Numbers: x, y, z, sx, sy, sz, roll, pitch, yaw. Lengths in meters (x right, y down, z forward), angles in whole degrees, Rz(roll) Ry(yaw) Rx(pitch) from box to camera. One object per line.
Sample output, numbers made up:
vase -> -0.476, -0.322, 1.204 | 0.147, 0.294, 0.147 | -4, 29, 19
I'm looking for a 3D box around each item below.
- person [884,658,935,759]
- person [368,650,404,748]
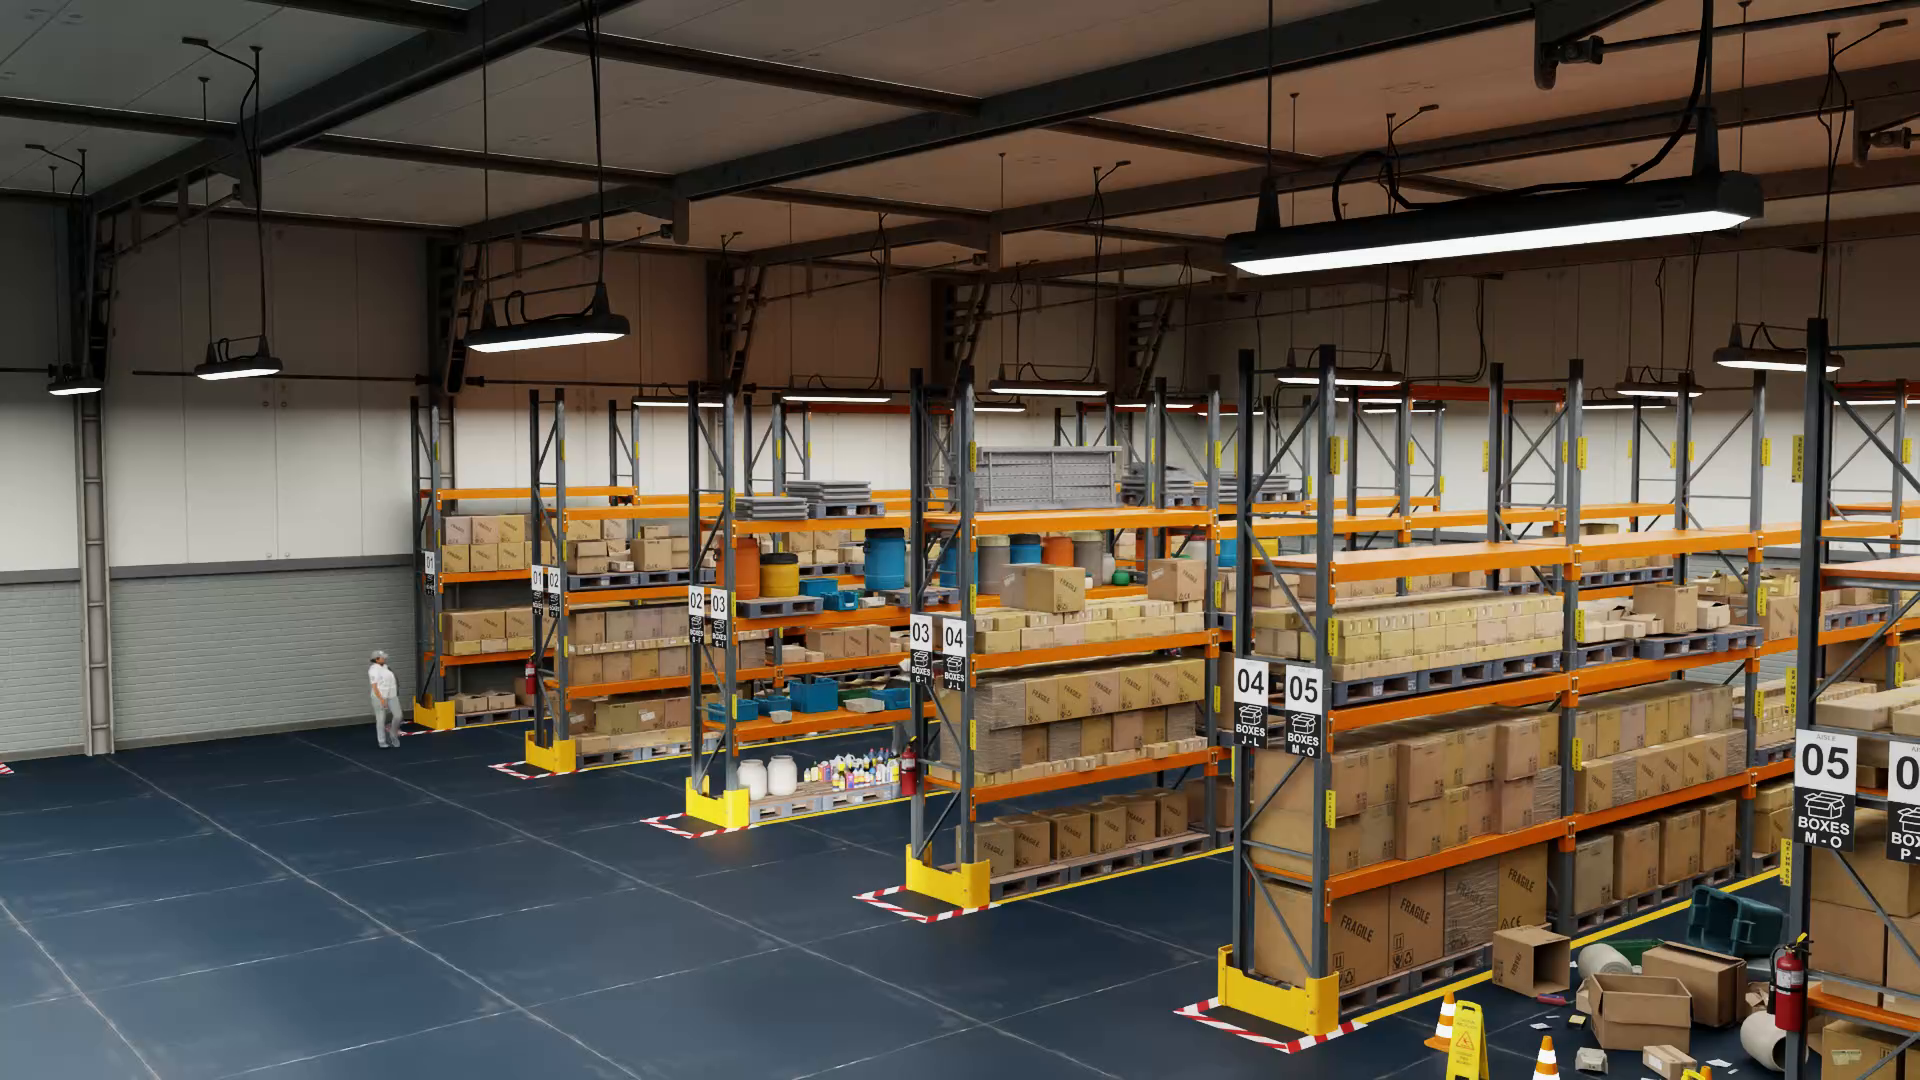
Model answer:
person -> -0.869, 2.734, 26.713 | 0.951, 1.698, 0.518 | 1, 3, 8
person -> -9.690, 2.684, 27.990 | 0.515, 1.670, 0.504 | -3, 4, -37
